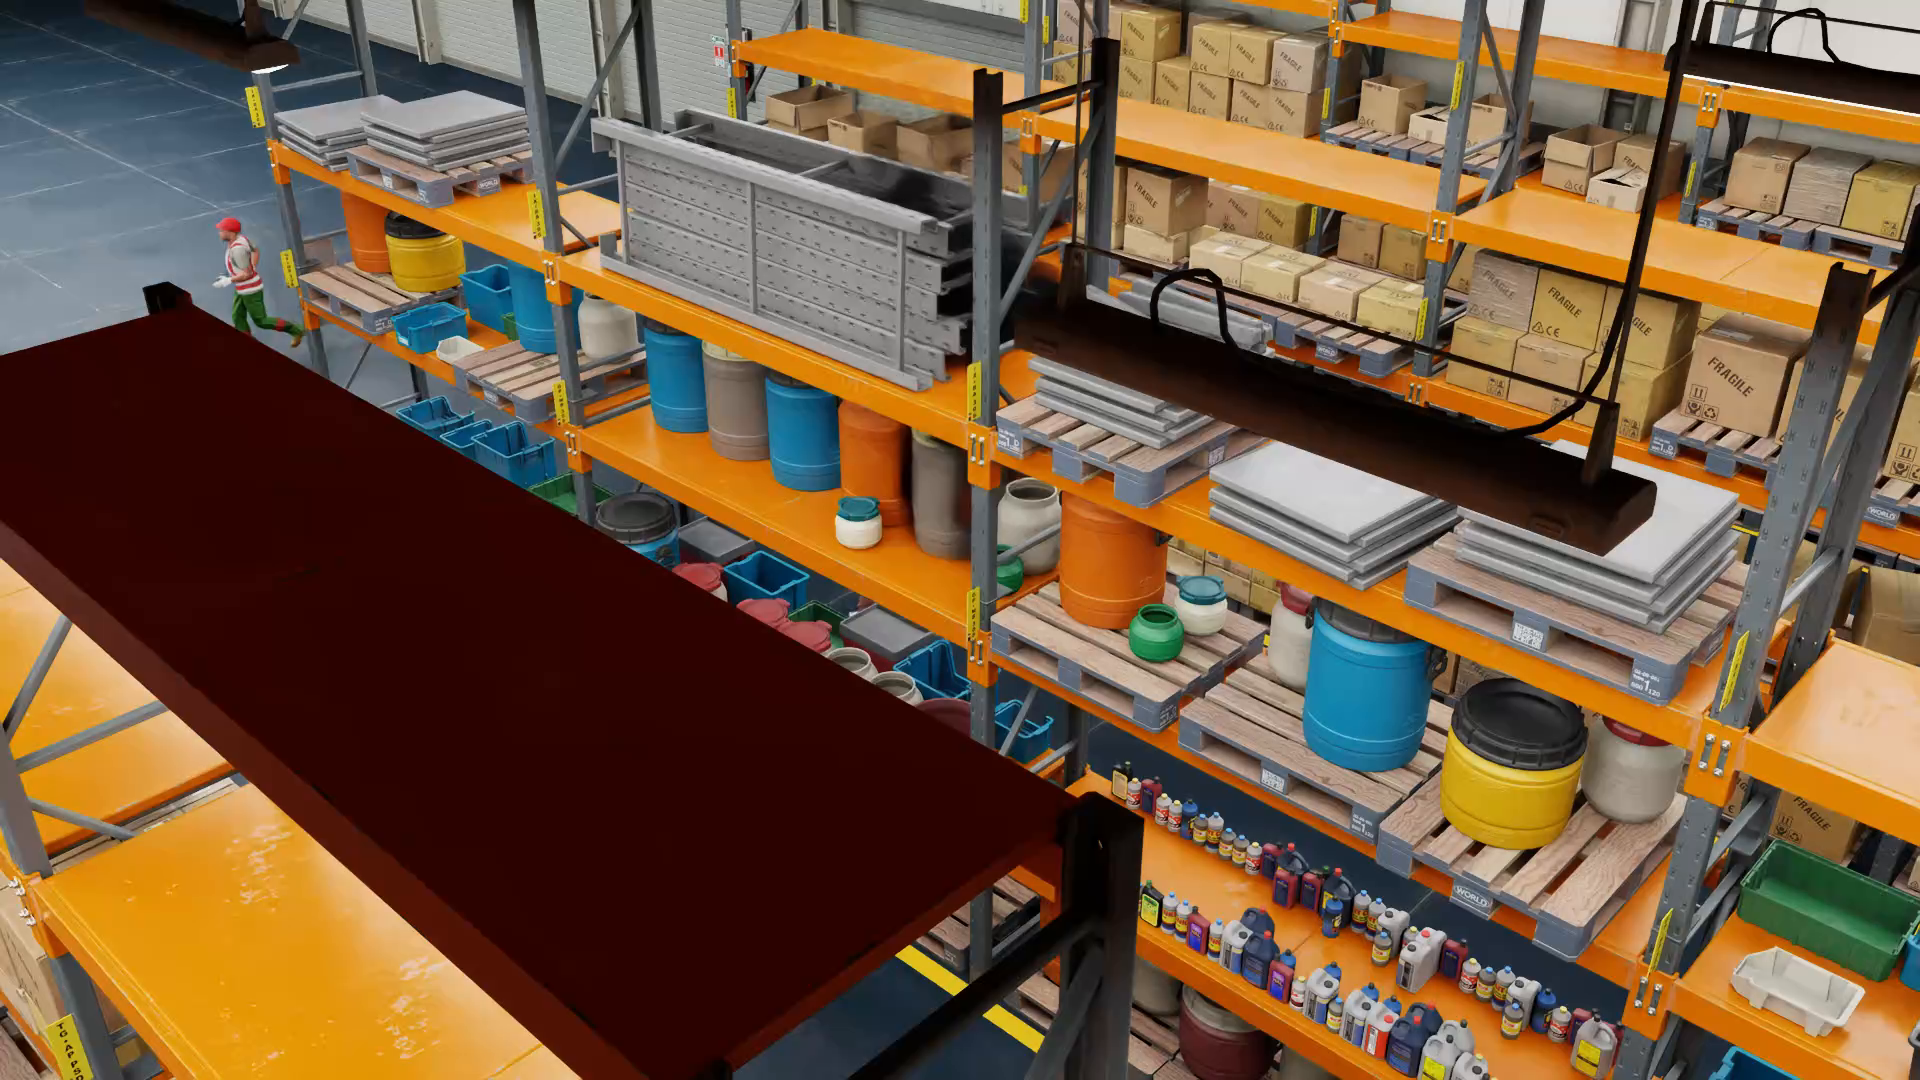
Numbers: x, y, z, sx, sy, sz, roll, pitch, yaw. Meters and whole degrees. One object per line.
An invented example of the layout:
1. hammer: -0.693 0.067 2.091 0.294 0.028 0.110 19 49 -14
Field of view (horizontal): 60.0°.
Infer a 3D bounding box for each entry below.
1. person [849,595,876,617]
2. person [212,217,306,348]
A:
1. person: -0.572 0.043 13.823 0.885 1.697 0.568 21 35 32
2. person: -8.375 -2.989 19.744 0.962 1.774 0.631 -13 32 -22
